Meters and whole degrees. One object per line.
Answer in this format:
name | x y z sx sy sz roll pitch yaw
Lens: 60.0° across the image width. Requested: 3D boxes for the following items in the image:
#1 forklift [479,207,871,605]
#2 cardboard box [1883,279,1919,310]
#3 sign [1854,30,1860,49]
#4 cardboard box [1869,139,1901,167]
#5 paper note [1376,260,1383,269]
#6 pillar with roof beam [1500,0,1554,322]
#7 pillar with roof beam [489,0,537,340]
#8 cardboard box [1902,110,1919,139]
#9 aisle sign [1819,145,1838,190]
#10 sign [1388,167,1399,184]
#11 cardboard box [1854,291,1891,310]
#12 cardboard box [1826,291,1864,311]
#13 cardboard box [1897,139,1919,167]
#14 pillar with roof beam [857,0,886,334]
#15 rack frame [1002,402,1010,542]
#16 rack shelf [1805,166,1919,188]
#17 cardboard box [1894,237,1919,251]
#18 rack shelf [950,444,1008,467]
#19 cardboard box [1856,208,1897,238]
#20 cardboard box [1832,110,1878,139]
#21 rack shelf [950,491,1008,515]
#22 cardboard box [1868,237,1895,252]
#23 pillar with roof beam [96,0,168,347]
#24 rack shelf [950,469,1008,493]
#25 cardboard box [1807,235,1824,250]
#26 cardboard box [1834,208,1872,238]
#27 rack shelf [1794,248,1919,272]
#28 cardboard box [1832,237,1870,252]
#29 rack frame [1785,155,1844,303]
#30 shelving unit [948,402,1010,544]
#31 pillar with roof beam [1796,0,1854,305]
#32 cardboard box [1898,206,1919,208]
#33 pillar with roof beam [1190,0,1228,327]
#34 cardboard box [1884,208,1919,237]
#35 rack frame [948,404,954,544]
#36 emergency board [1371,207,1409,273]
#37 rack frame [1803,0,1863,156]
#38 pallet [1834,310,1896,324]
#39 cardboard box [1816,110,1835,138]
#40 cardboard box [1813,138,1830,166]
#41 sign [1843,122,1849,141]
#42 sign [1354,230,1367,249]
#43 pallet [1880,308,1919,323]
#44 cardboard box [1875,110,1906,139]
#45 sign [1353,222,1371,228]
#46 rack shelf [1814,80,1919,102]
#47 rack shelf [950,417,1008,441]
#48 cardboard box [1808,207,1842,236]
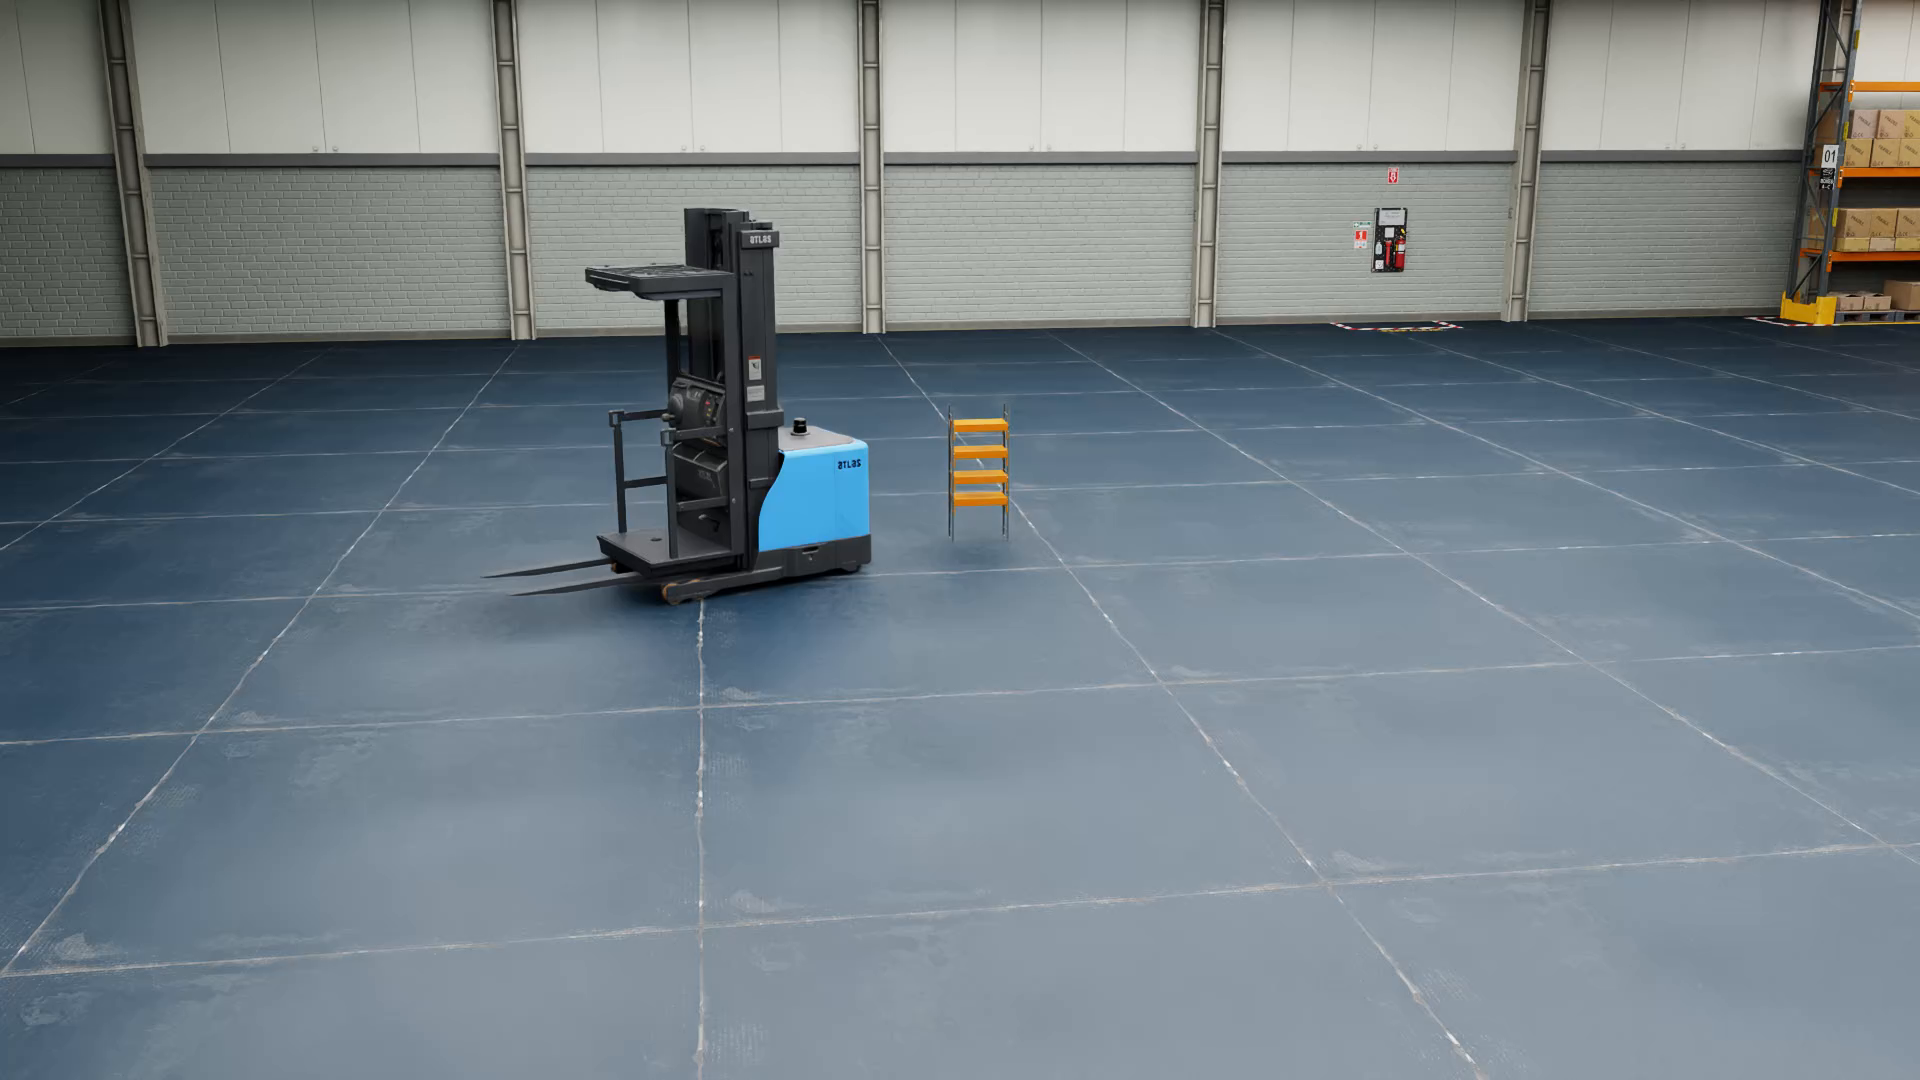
forklift | -2.241 -1.071 12.968 3.031 2.935 1.130 -9 17 -33
cardboard box | 17.704 -4.578 31.046 0.500 0.500 0.700 -3 14 -12
sign | 15.790 -8.810 29.268 0.005 0.325 0.100 -2 14 -8
cardboard box | 16.614 -7.015 30.114 0.500 0.500 0.500 -1 14 -5
paper note | 7.705 -5.057 30.532 0.142 0.148 0.016 -2 14 -8
pillar with roof beam | 10.981 -7.429 25.846 0.400 9.000 9.100 -2 14 -8
pillar with roof beam | -6.818 -6.777 23.245 0.400 9.000 9.100 -2 14 -8
cardboard box | 17.135 -7.520 30.071 0.500 0.500 0.500 -2 14 -7
aisle sign | 15.683 -6.725 30.027 0.004 0.787 0.394 -2 14 -8
sign | 7.868 -6.623 30.197 0.199 0.298 0.001 -2 14 -8
cardboard box | 16.971 -4.472 31.011 0.500 0.311 0.500 -1 14 -4
cardboard box | 16.407 -4.451 30.928 0.500 0.311 0.500 -4 15 -15
cardboard box | 17.127 -7.035 30.192 0.500 0.500 0.500 -1 14 -6
pillar with roof beam | -0.885 -6.994 24.112 0.400 9.000 9.100 -2 14 -8
rack frame | 0.405 -0.597 14.635 0.015 1.200 0.240 -2 14 -8
rack shelf | 17.687 -6.717 30.653 4.000 0.370 1.077 -2 14 -8
cardboard box | 17.255 -5.456 30.579 0.500 0.250 0.500 -2 14 -9
rack shelf | 0.164 -0.740 14.562 0.480 0.148 0.258 -2 14 -8
cardboard box | 16.717 -5.800 30.408 0.500 0.500 0.500 -2 14 -8
cardboard box | 16.127 -7.492 29.963 0.500 0.500 0.500 -3 14 -12
rack shelf | 0.164 -0.330 14.664 0.480 0.148 0.258 -2 14 -8
cardboard box | 16.751 -5.439 30.512 0.500 0.250 0.500 -3 14 -10
pillar with roof beam | -12.751 -6.559 22.378 0.400 9.000 9.100 -2 14 -8
rack shelf | 0.164 -0.523 14.616 0.480 0.148 0.258 -2 14 -8
cardboard box | 16.143 -5.539 30.910 0.500 0.250 0.500 -2 14 -7
cardboard box | 16.226 -5.784 30.346 0.500 0.500 0.500 -2 14 -8
rack shelf | 17.687 -5.262 31.018 4.000 0.370 1.077 -2 14 -8
cardboard box | 16.239 -5.417 30.423 0.500 0.250 0.500 -3 14 -10
rack frame | 15.709 -5.539 30.641 0.127 3.000 1.000 -2 14 -8
shelving unit | 0.164 -0.588 14.600 0.503 1.200 0.258 -2 14 -8
pillar with roof beam | 16.914 -7.647 26.713 0.400 9.000 9.100 -2 14 -8
cardboard box | 17.652 -5.962 31.053 0.500 0.500 0.500 -2 14 -8
pillar with roof beam | 5.048 -7.212 24.979 0.400 9.000 9.100 -2 14 -8
cardboard box | 17.228 -5.817 30.477 0.500 0.500 0.500 -3 14 -10
rack frame | -0.078 -0.579 14.565 0.015 1.200 0.240 -2 14 -8
emergency board | 7.890 -5.474 30.384 0.643 1.169 0.194 -2 14 -8
rack frame | 15.709 -8.449 29.911 0.127 3.000 1.000 -2 14 -8
pallet | 16.593 -4.210 31.075 1.213 0.211 1.003 -2 14 -8
cardboard box | 16.097 -7.615 30.453 0.500 0.500 0.500 -1 14 -6
cardboard box | 16.084 -7.128 30.565 0.500 0.500 0.500 -1 14 -4
sign | 15.790 -7.287 29.649 0.005 0.325 0.100 -2 14 -8
sign | 7.328 -5.497 30.399 0.234 0.329 0.001 -2 14 -8
pallet | 17.797 -4.253 31.248 1.213 0.211 1.003 -2 14 -8
cardboard box | 16.630 -7.498 29.987 0.500 0.500 0.500 -2 14 -9
sign | 7.334 -5.752 30.327 0.331 0.109 0.001 -2 14 -8
rack shelf | 17.687 -8.171 30.288 4.000 0.370 1.077 -2 14 -8
rack shelf | 0.164 -0.969 14.504 0.480 0.148 0.258 -2 14 -8
cardboard box | 16.144 -5.908 30.838 0.500 0.500 0.500 -2 14 -9
